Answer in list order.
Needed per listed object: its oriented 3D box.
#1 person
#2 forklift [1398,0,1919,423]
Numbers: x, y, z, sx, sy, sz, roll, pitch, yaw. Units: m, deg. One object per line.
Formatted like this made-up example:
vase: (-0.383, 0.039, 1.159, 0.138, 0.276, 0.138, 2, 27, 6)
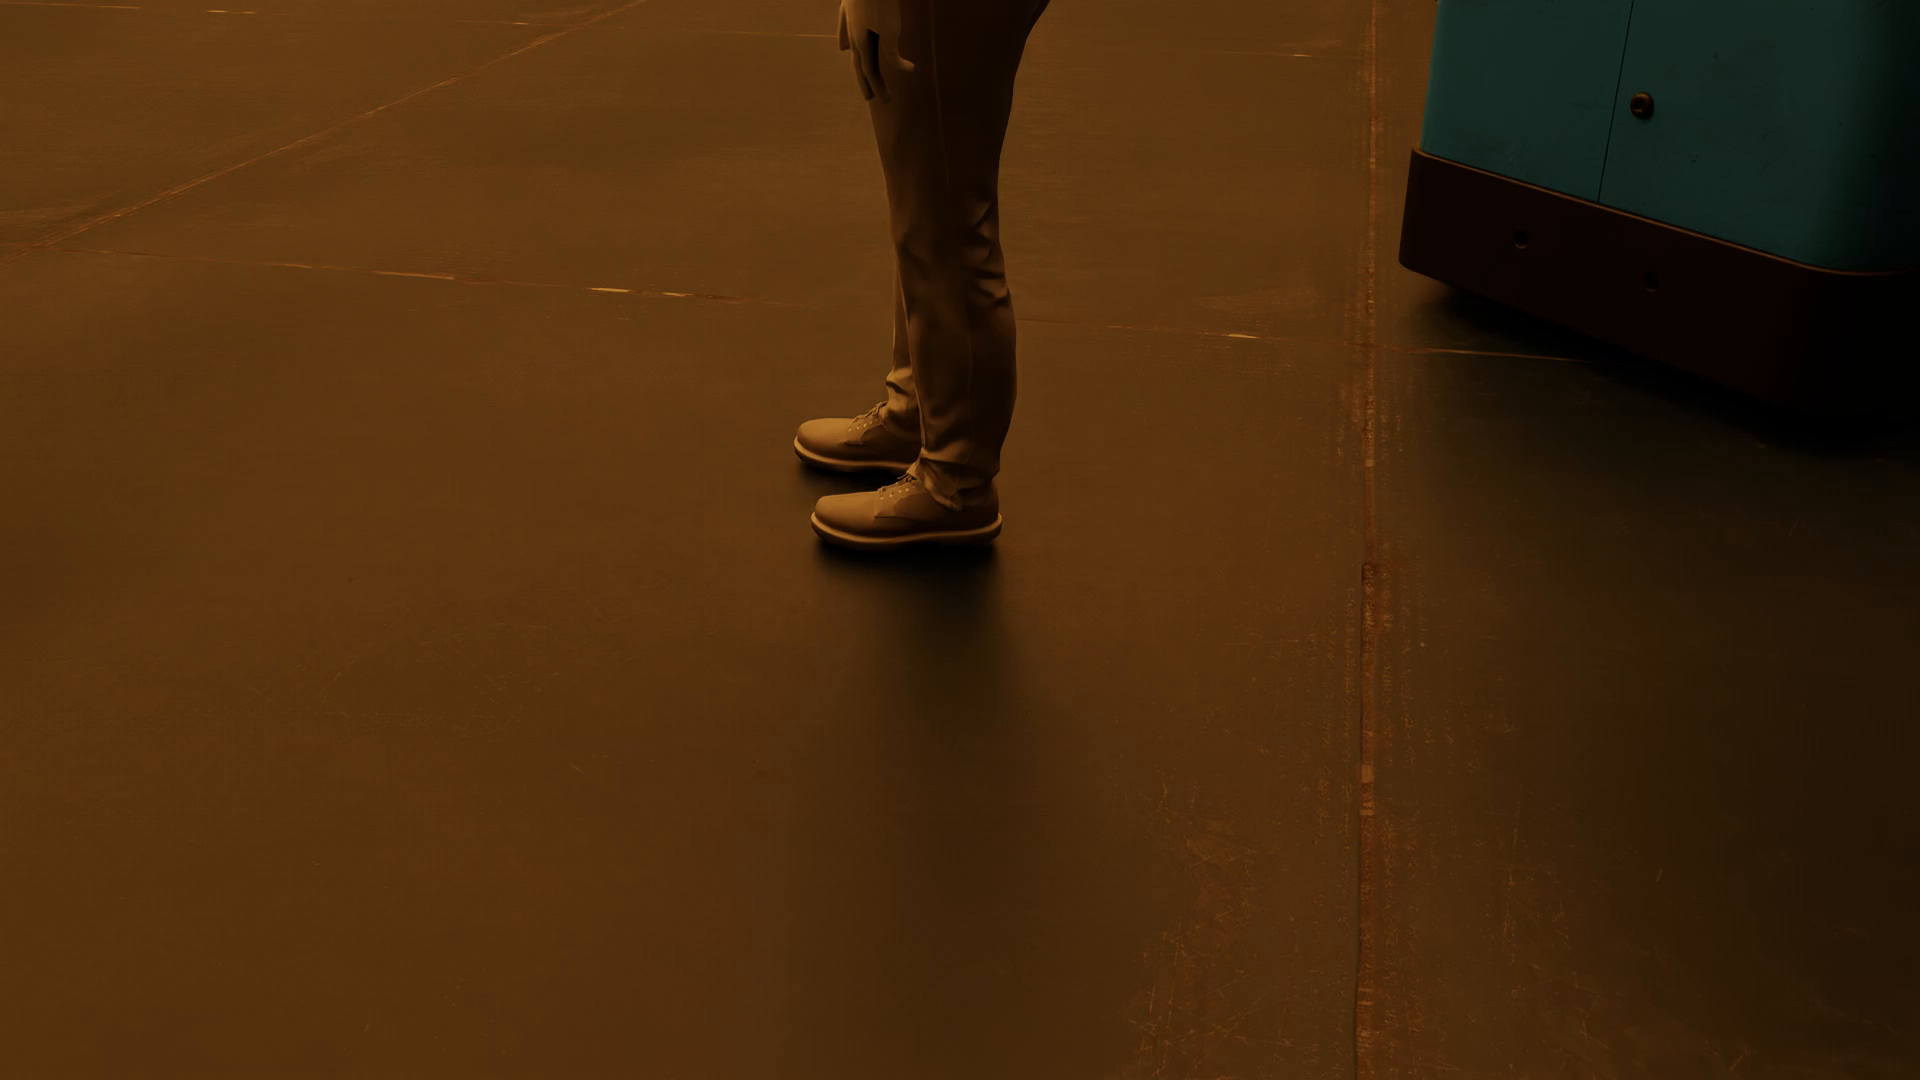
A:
person: (-0.074, -0.774, 2.137, 0.513, 1.694, 0.586, 6, 27, 11)
forklift: (2.457, -1.981, 3.173, 3.031, 2.935, 1.130, -15, 30, -27)
